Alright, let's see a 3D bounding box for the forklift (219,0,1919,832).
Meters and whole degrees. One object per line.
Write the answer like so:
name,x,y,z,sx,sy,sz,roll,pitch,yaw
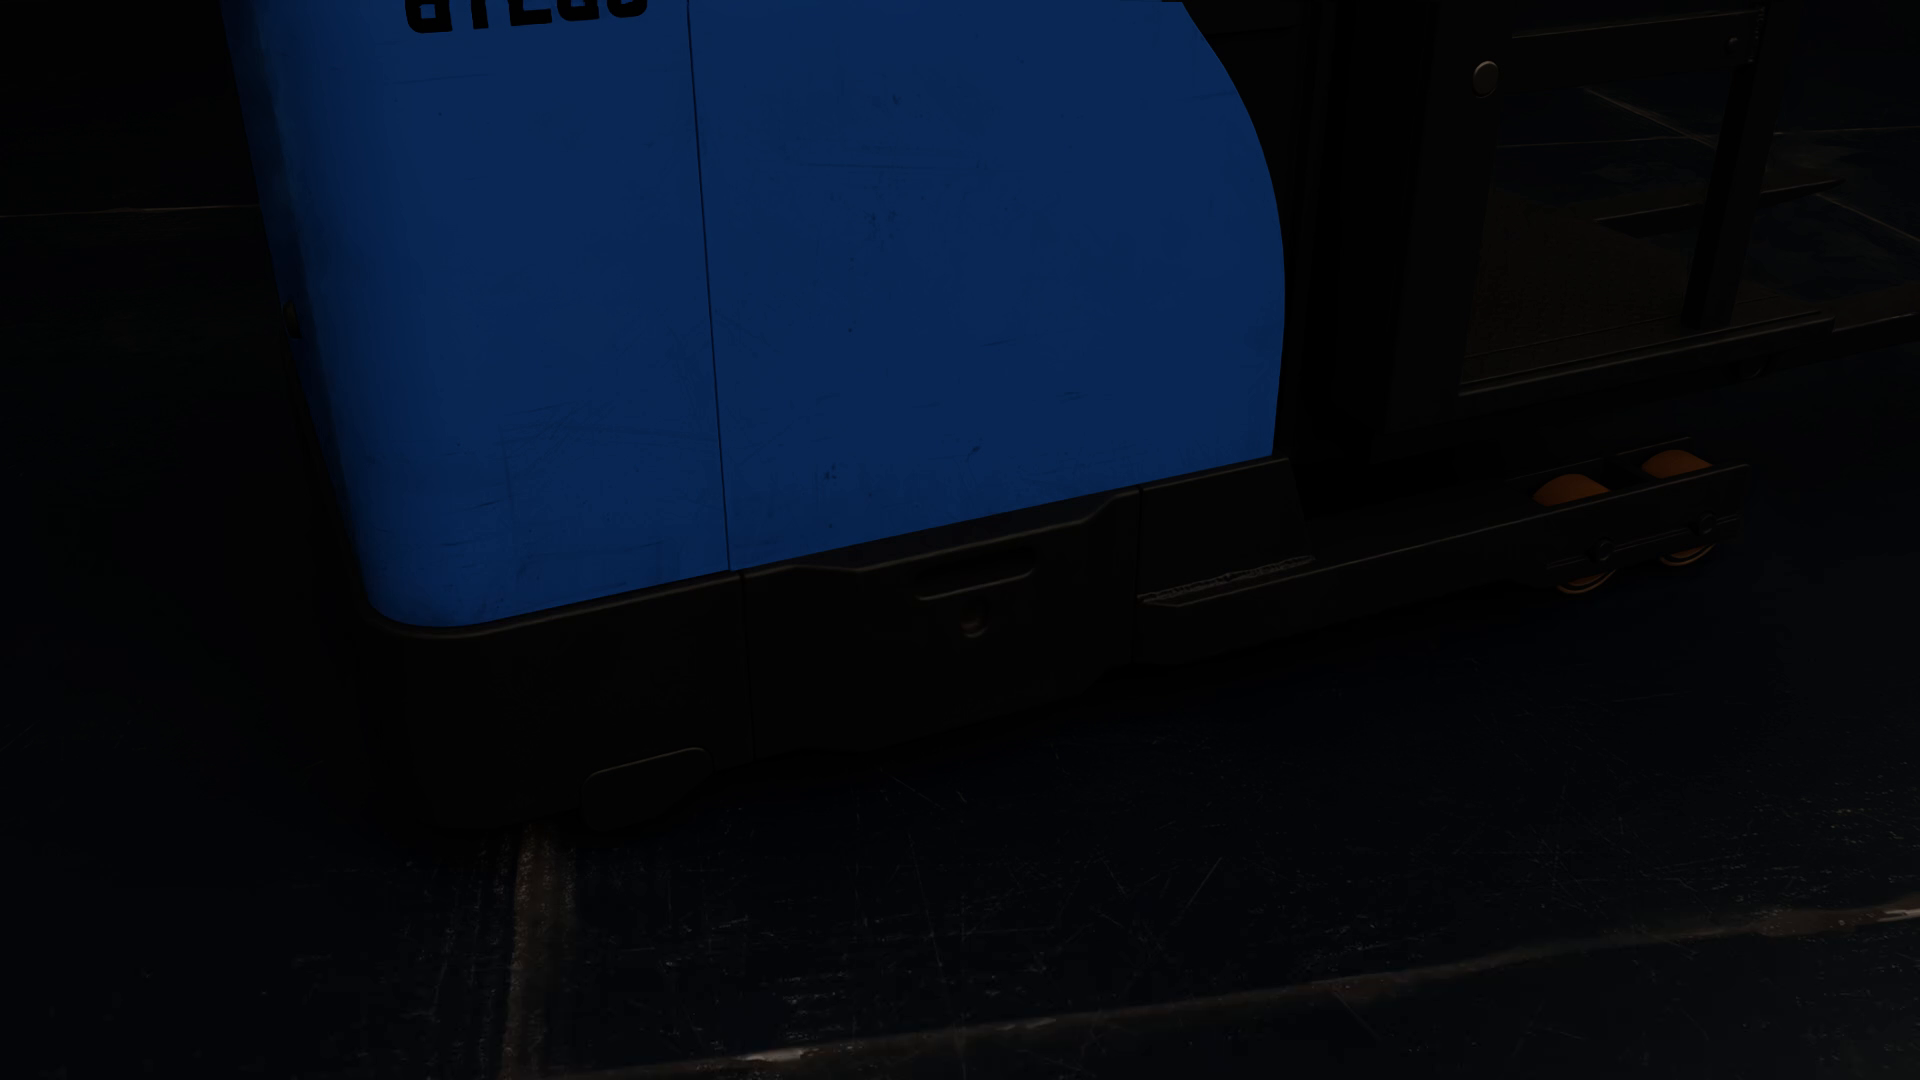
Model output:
forklift,0.576,-1.429,2.066,3.031,2.935,1.130,-12,30,-22
